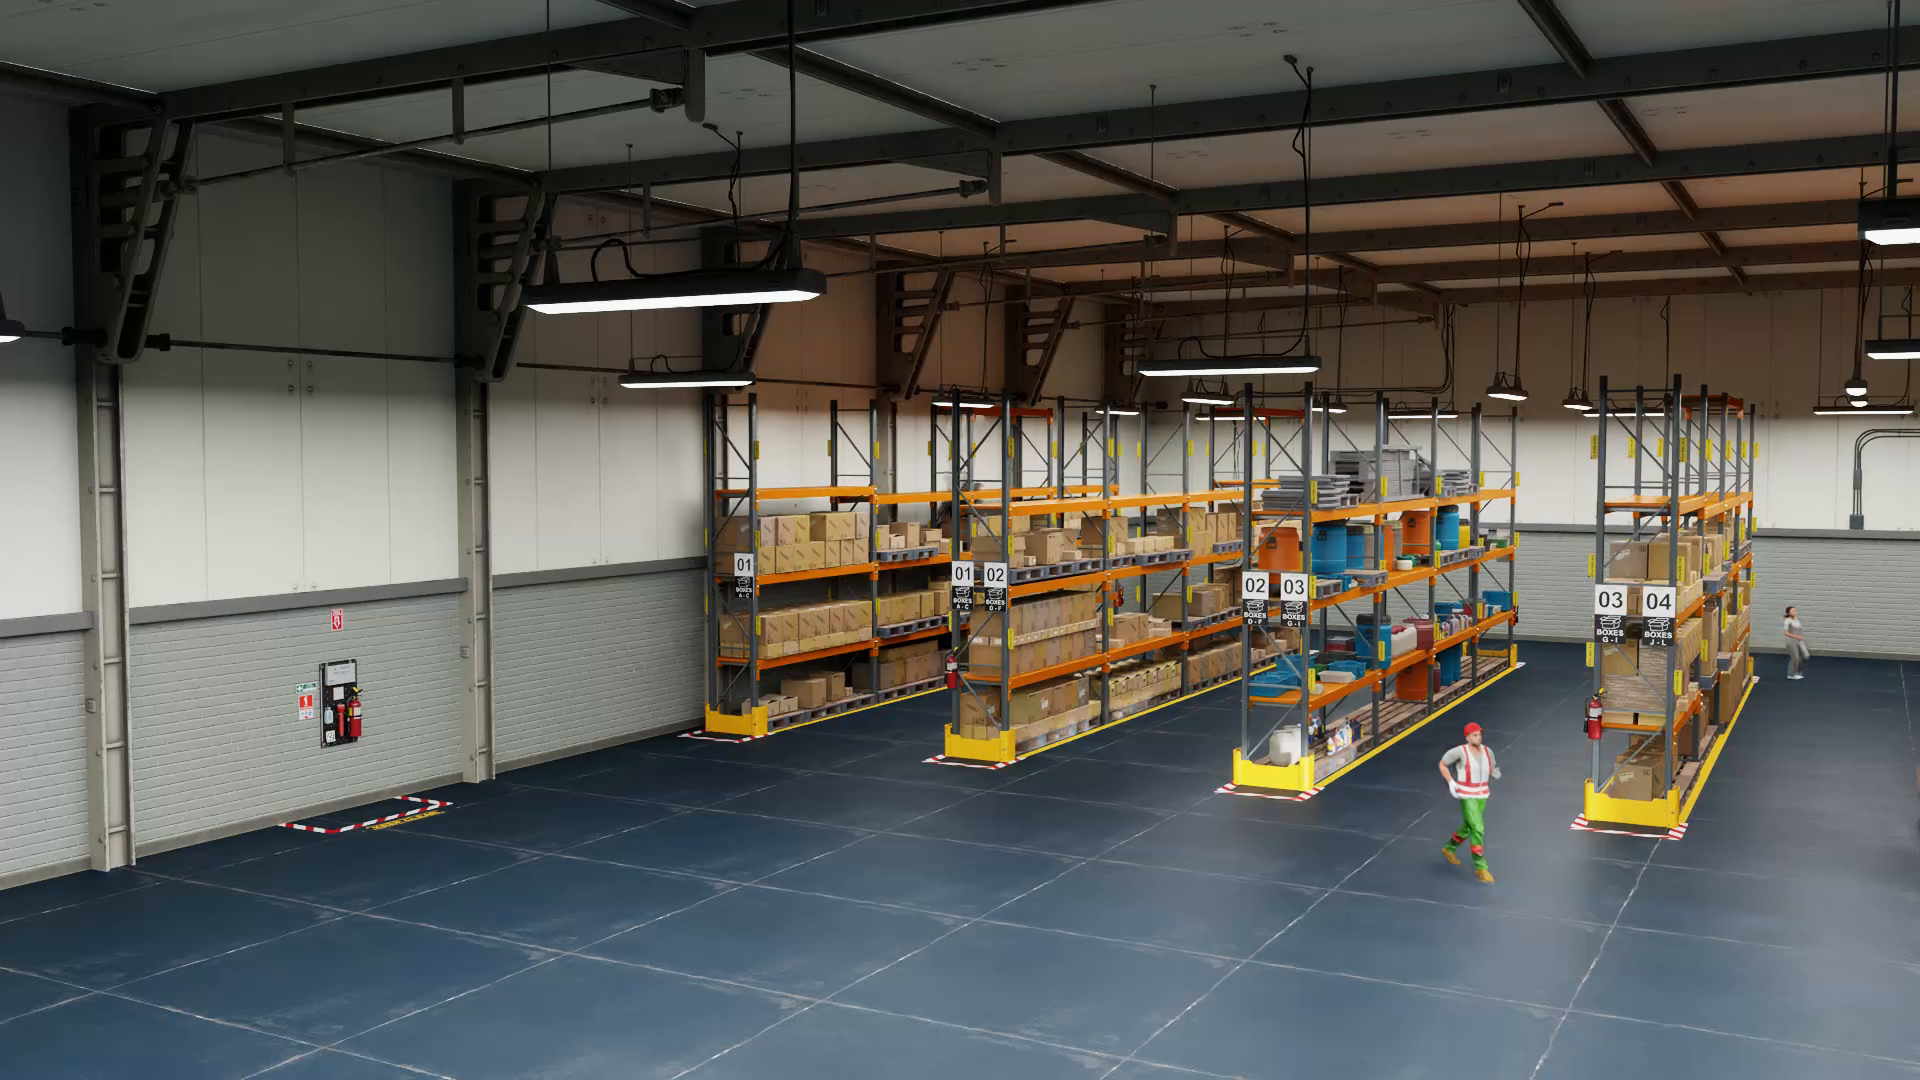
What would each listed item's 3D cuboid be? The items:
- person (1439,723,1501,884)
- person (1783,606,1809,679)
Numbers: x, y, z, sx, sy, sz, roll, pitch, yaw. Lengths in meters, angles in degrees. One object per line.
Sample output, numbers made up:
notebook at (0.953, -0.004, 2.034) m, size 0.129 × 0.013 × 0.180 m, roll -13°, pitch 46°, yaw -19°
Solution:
person at (6.035, 3.043, 19.576) m, size 0.629 × 1.817 × 0.912 m, roll -1°, pitch 3°, yaw -25°
person at (18.129, 2.234, 36.108) m, size 0.615 × 1.615 × 0.549 m, roll -1°, pitch 3°, yaw -22°
